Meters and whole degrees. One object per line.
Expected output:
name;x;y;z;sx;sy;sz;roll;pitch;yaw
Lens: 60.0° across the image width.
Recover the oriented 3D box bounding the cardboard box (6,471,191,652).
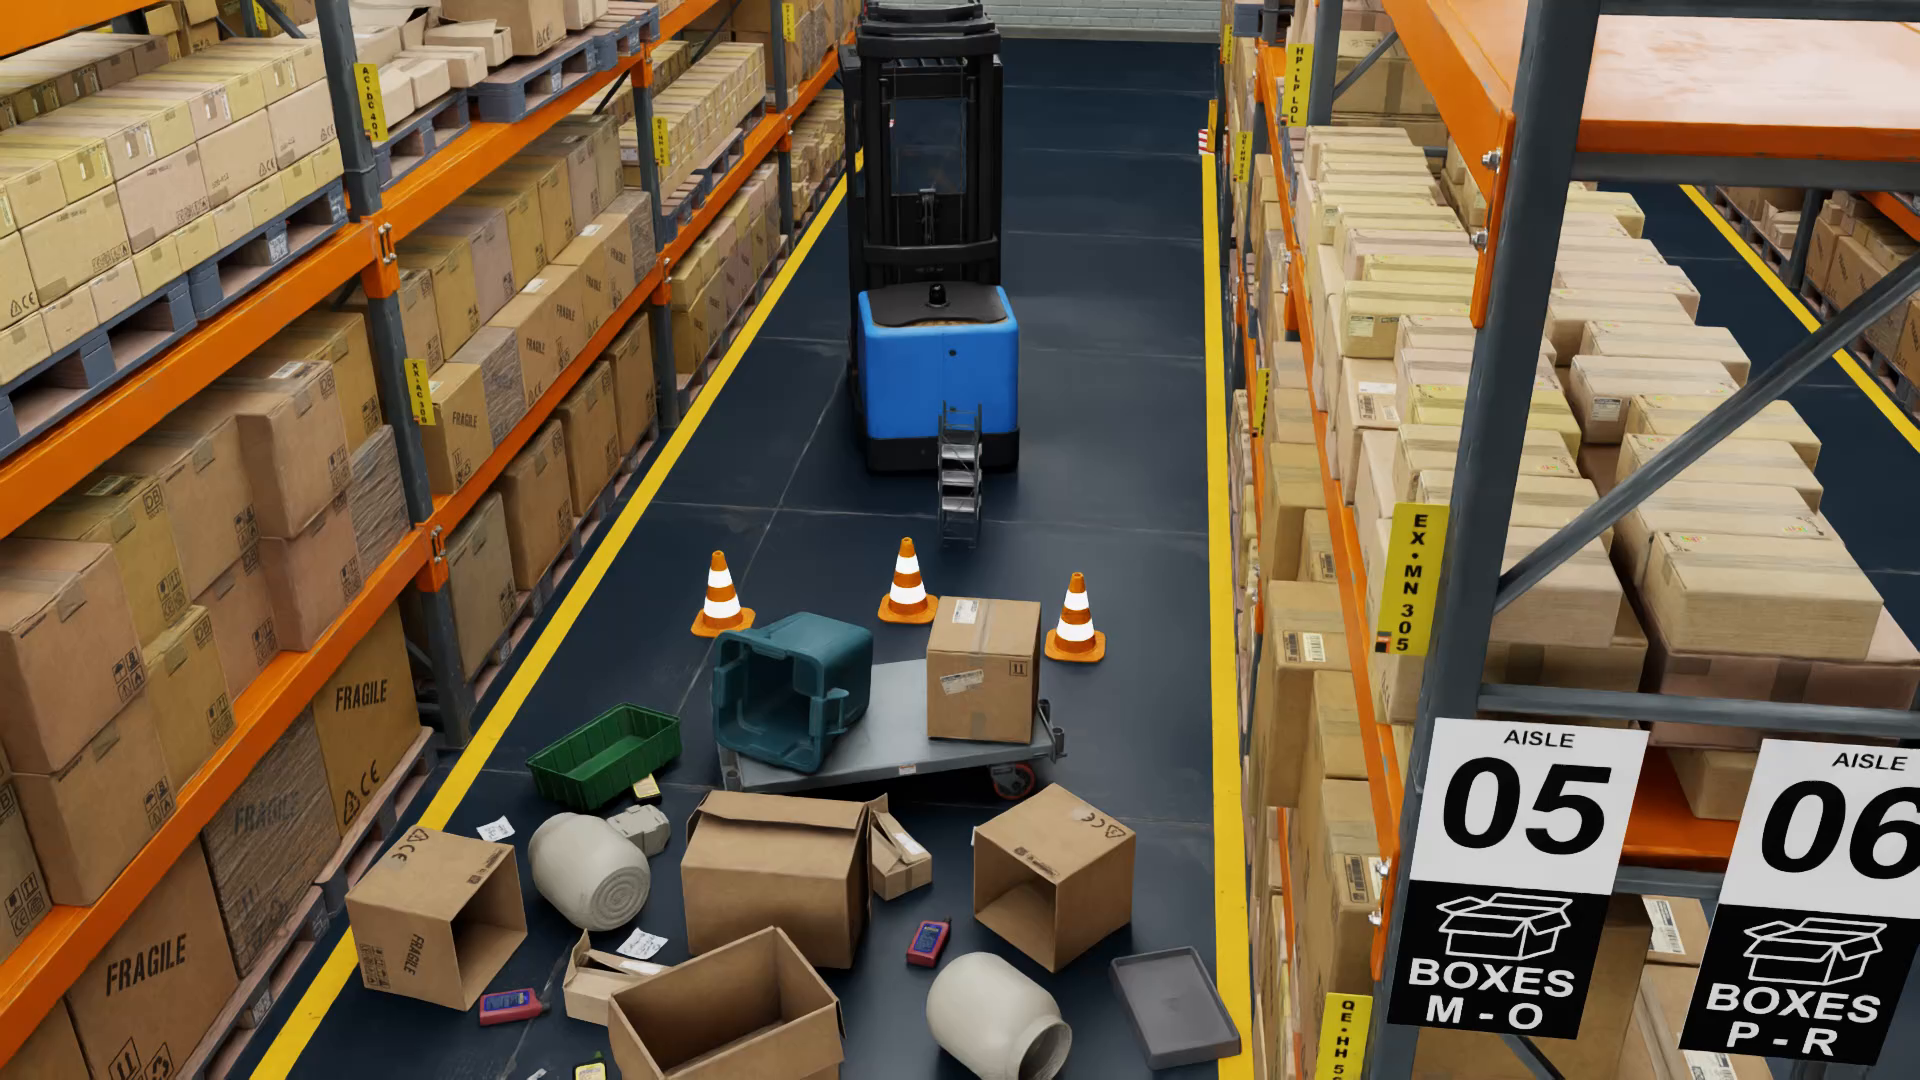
cardboard box;-3.325;0.098;5.901;0.875;0.550;0.500;3;28;6

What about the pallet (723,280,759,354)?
pallet;-2.295;-1.890;13.827;1.003;0.211;1.213;3;28;6

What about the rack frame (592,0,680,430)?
rack frame;-2.544;-2.177;11.420;1.000;3.000;0.127;3;28;6

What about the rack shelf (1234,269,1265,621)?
rack shelf;2.136;-0.679;9.398;1.077;0.370;4.000;3;28;6

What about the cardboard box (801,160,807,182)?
cardboard box;-1.720;-3.641;16.387;0.380;0.149;0.250;2;28;4

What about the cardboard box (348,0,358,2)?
cardboard box;-6.395;-5.622;17.659;0.500;0.250;0.500;2;28;4

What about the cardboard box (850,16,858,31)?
cardboard box;-1.323;-5.662;18.154;0.380;0.149;0.250;3;28;6

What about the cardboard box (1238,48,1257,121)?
cardboard box;2.376;-3.393;12.517;0.500;0.500;0.500;3;28;5

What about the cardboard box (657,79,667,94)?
cardboard box;-2.651;-3.740;13.831;0.380;0.149;0.250;2;28;4

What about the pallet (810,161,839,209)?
pallet;-1.860;-3.726;17.236;1.003;0.211;1.213;3;28;6

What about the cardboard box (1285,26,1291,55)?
cardboard box;2.174;-3.008;10.066;0.380;0.149;0.250;3;28;6

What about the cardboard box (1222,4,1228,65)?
cardboard box;2.903;-5.059;16.665;0.500;0.500;0.500;3;28;6

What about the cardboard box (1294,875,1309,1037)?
cardboard box;1.260;1.147;4.831;0.500;0.500;0.500;3;29;6

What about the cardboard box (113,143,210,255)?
cardboard box;-2.965;-1.189;5.719;0.500;0.250;0.500;3;28;6

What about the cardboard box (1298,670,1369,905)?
cardboard box;1.316;0.723;4.565;0.700;0.500;0.500;4;29;7

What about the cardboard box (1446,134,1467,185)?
cardboard box;2.069;-1.453;6.338;0.380;0.149;0.250;4;29;7

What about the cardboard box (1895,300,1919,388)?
cardboard box;7.279;-1.428;12.222;0.500;0.500;0.500;5;29;8

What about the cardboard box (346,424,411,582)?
cardboard box;-3.068;-0.186;7.566;0.875;0.550;0.550;3;28;6

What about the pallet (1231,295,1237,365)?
pallet;2.704;-1.649;13.380;1.003;0.211;1.213;3;28;6

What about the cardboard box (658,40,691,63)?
cardboard box;-2.559;-4.237;14.440;0.380;0.149;0.250;5;29;9

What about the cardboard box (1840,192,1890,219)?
cardboard box;7.505;-2.755;13.689;0.380;0.149;0.250;2;28;4

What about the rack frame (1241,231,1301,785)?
rack frame;1.891;-0.054;7.480;1.000;3.000;0.127;3;28;6

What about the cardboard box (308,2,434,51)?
cardboard box;-3.038;-2.642;8.667;0.500;0.311;0.500;2;28;4

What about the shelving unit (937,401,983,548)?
shelving unit;0.001;-0.400;10.336;0.258;0.900;0.210;3;28;6

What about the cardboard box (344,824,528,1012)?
cardboard box;-2.206;1.596;7.051;0.500;0.500;0.500;8;29;15

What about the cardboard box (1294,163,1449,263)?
cardboard box;1.565;-1.248;6.378;0.500;0.250;0.500;3;28;5

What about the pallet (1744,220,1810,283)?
pallet;7.883;-2.629;15.199;1.003;0.211;1.213;3;28;6

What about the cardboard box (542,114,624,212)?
cardboard box;-2.609;-2.450;10.768;0.700;0.500;0.500;3;28;6

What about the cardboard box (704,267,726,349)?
cardboard box;-2.146;-1.816;12.944;0.500;0.500;0.500;4;29;7

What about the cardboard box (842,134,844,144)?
cardboard box;-1.470;-4.366;18.047;0.380;0.149;0.250;3;28;6

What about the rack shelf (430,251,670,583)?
rack shelf;-2.789;-0.919;9.843;1.077;0.370;4.000;3;28;6

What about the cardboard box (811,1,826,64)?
cardboard box;-1.592;-4.922;16.096;0.500;0.500;0.500;3;28;5

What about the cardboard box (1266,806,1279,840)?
cardboard box;1.384;1.042;6.427;0.380;0.149;0.250;5;29;9

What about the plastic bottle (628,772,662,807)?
plastic bottle;-1.570;1.217;8.218;0.133;0.061;0.283;-11;30;-20

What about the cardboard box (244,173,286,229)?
cardboard box;-2.822;-1.303;6.351;0.380;0.149;0.250;4;29;7

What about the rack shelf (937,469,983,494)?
rack shelf;0.001;-0.371;10.352;0.258;0.077;0.200;3;28;6

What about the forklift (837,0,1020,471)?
forklift;-0.281;-2.427;11.957;1.130;2.935;3.031;-3;28;-6

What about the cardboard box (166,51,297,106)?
cardboard box;-2.794;-1.774;6.386;0.380;0.149;0.250;3;28;6

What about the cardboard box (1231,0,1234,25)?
cardboard box;2.655;-4.542;14.651;0.500;0.500;0.500;3;28;6

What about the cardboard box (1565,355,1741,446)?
cardboard box;1.794;-0.357;4.304;0.380;0.149;0.250;3;28;6

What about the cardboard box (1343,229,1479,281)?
cardboard box;1.423;-0.869;5.255;0.380;0.149;0.250;3;28;5

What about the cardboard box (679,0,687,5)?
cardboard box;-2.156;-4.031;11.593;0.500;0.500;0.500;3;28;6

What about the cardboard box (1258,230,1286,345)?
cardboard box;1.912;-1.367;9.056;0.500;0.500;0.500;2;28;4

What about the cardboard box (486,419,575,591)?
cardboard box;-2.926;-0.240;9.754;1.050;0.750;0.750;3;28;6

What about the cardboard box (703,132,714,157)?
cardboard box;-2.129;-3.074;12.908;0.380;0.149;0.250;4;29;7

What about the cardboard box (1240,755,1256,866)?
cardboard box;1.551;1.234;7.546;0.500;0.250;0.500;2;28;4

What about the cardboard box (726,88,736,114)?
cardboard box;-2.034;-3.574;13.522;0.380;0.149;0.250;2;28;4

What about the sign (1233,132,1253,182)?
sign;1.830;-2.477;10.757;0.100;0.325;0.005;3;28;6

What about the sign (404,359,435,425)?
sign;-2.483;-0.679;7.643;0.100;0.325;0.005;3;28;6

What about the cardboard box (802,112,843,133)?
cardboard box;-1.443;-4.378;17.442;0.380;0.149;0.250;4;29;8

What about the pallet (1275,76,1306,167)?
pallet;2.196;-2.065;8.247;1.213;0.211;1.003;3;28;6

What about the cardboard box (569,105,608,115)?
cardboard box;-2.845;-3.138;12.399;0.380;0.149;0.250;4;29;8

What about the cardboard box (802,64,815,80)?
cardboard box;-1.621;-4.561;16.110;0.380;0.149;0.250;4;29;7

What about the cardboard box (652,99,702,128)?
cardboard box;-2.166;-3.213;12.539;0.380;0.149;0.250;5;29;9
